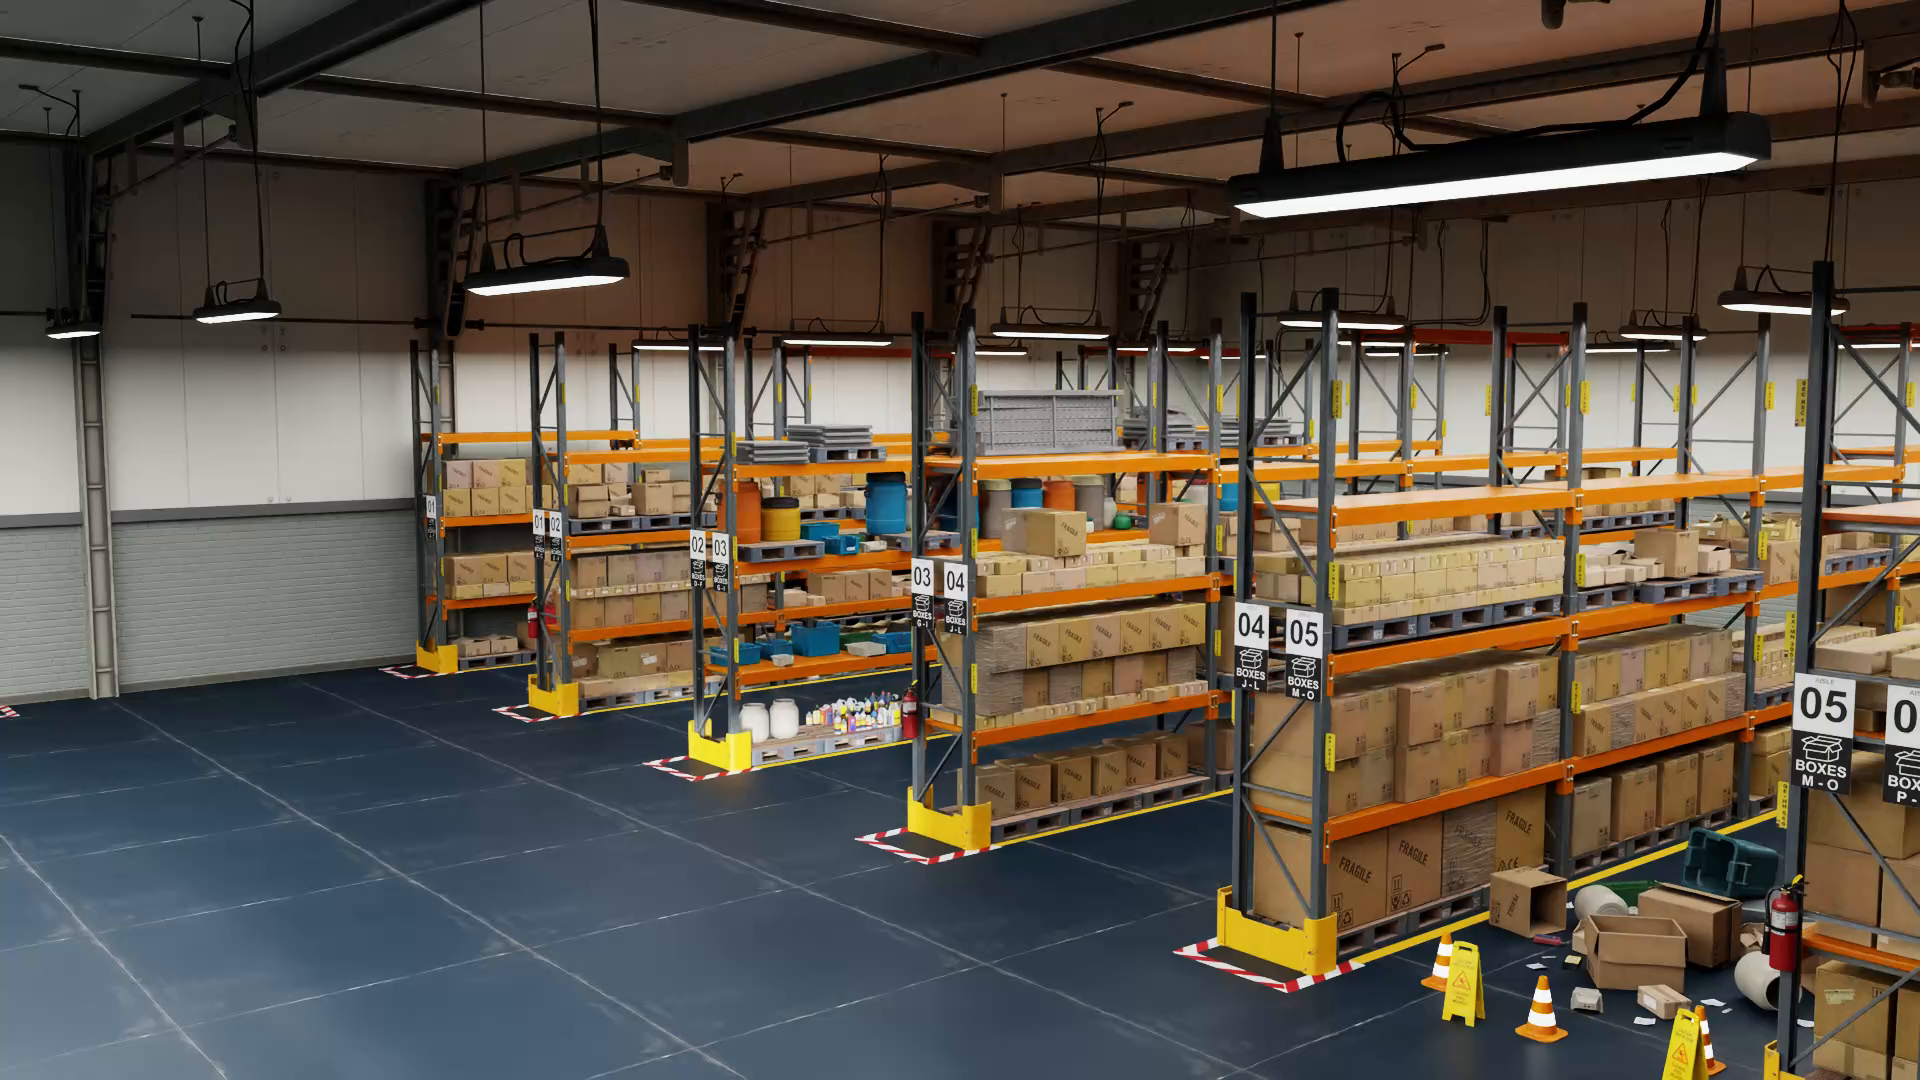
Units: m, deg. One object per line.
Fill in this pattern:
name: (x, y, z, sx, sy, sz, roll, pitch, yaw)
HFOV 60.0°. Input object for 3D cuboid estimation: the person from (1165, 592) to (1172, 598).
person: (3.731, 1.435, 31.386, 0.936, 1.814, 0.703, -4, 7, -36)

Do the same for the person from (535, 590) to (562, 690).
person: (-6.968, 1.741, 28.282, 0.631, 1.803, 0.414, -2, 6, -21)
